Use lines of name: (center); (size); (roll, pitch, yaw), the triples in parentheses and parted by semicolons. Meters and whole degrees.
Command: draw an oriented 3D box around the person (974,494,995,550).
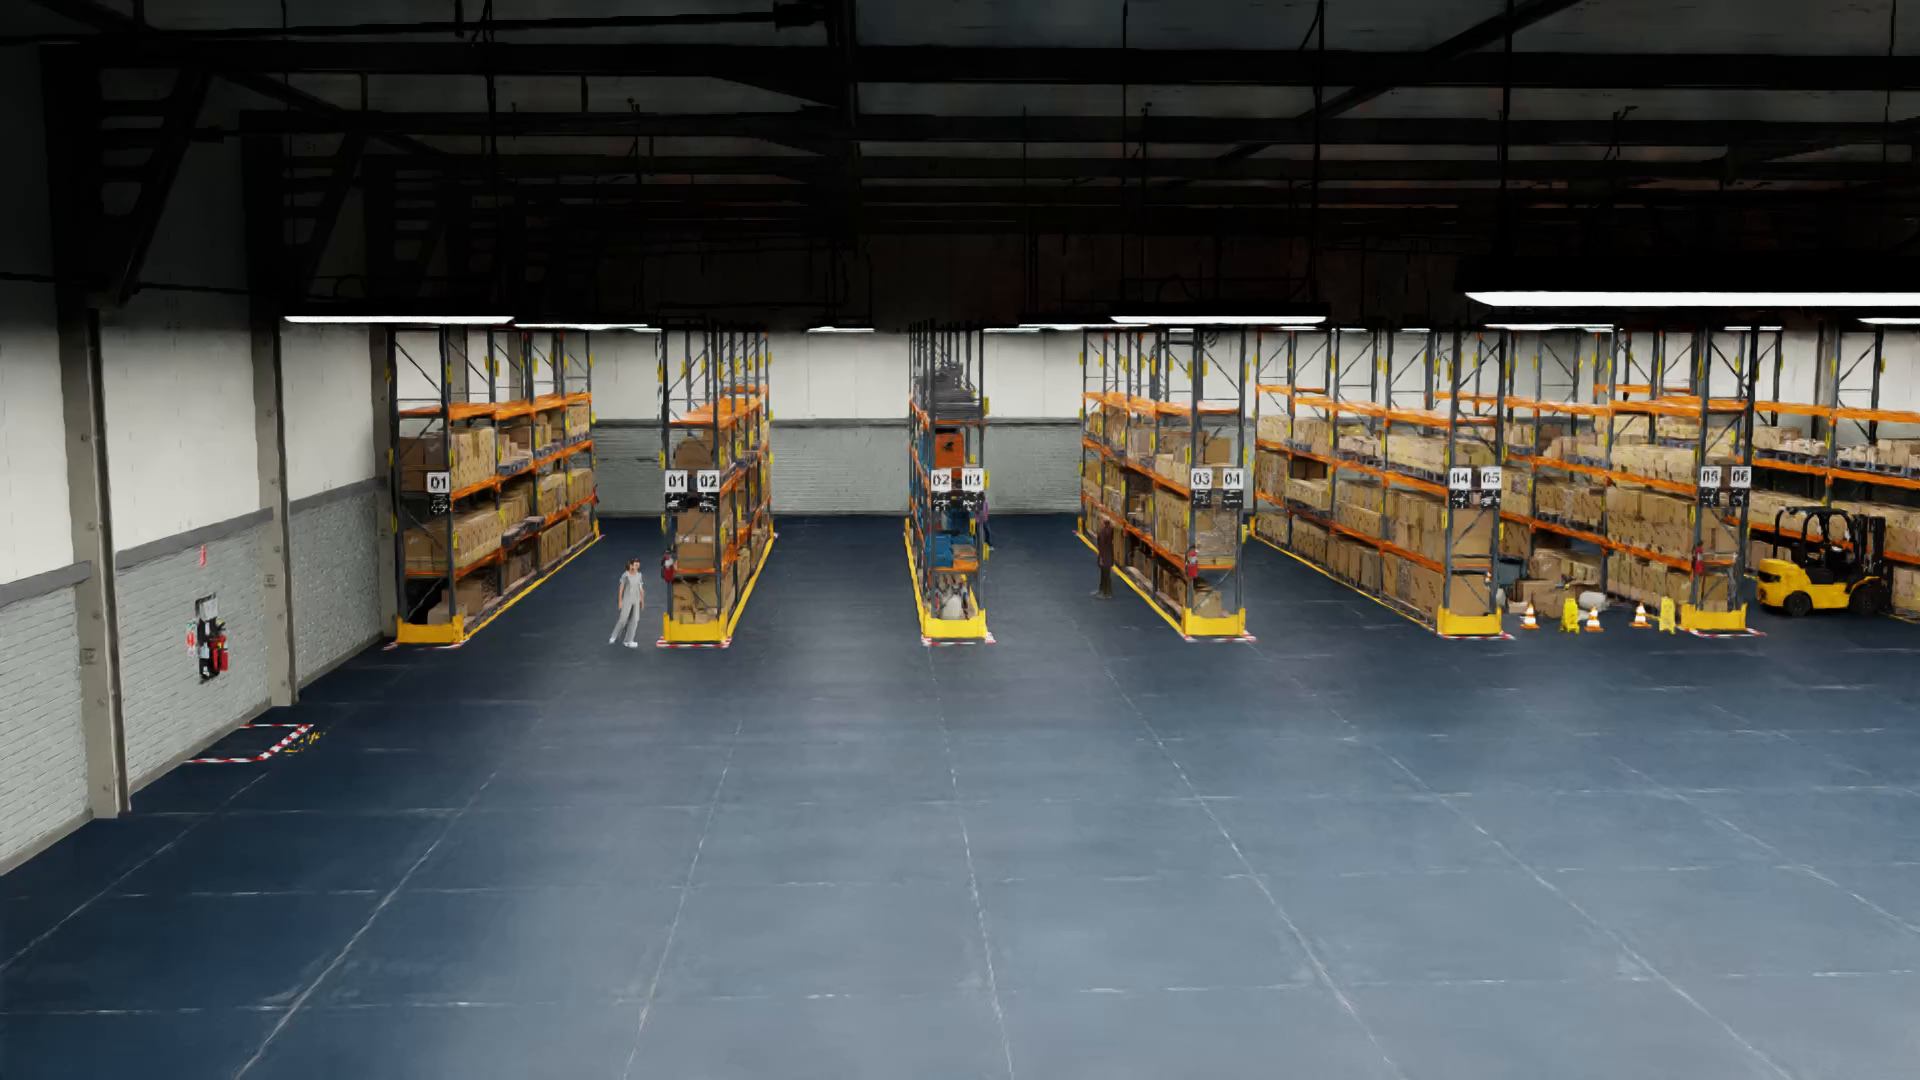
person: (0.544, -0.512, 44.282); (0.568, 1.530, 0.769); (-3, 8, -23)

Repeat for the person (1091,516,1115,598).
person: (3.116, 0.353, 36.244); (0.545, 1.782, 0.636); (3, 8, 26)

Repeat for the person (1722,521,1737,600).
person: (16.584, 0.440, 35.995); (0.461, 1.677, 0.524); (3, 8, 26)

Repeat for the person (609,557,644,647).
person: (-6.148, 1.134, 30.604); (0.640, 1.658, 0.497); (-6, 9, -40)
